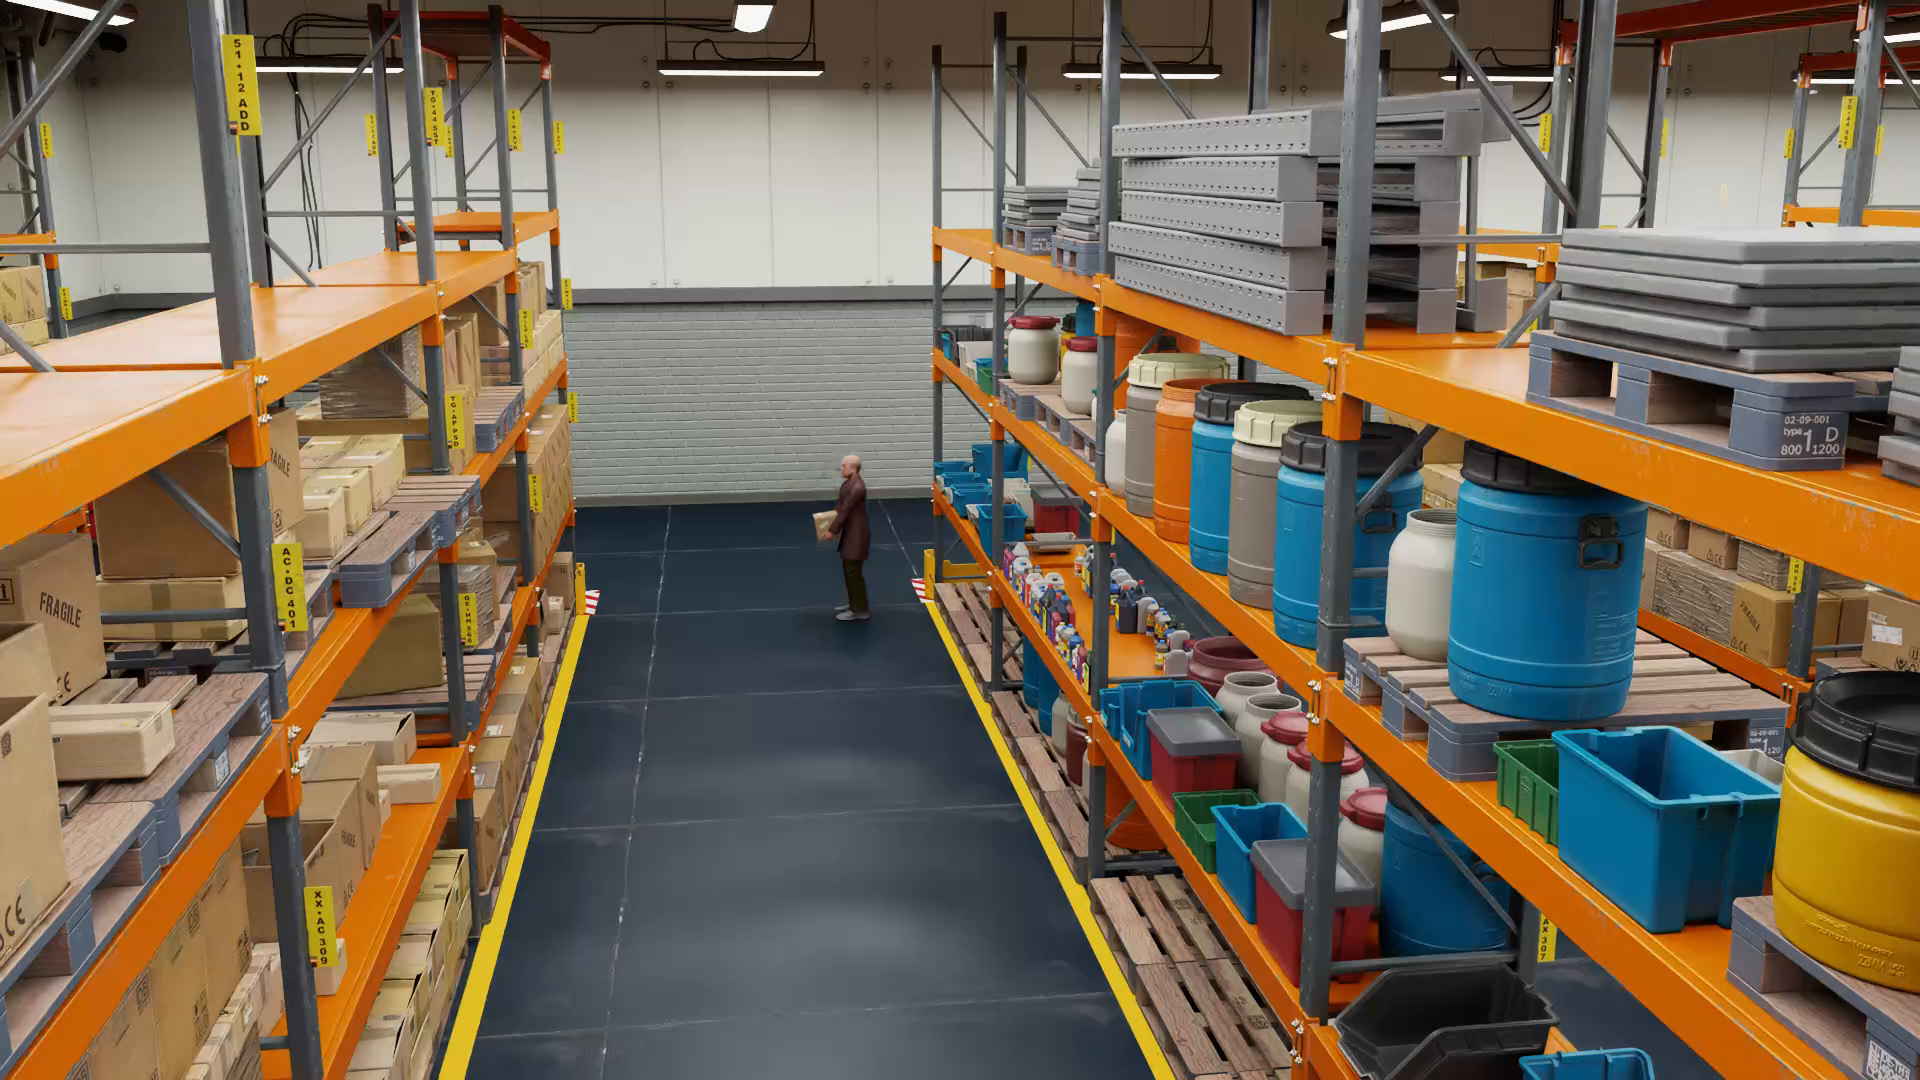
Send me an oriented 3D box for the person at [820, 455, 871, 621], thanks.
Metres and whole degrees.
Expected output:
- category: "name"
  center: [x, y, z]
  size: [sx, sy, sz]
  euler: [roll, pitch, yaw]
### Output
- category: "person"
  center: [-1.234, -0.036, 17.819]
  size: [0.559, 1.779, 0.529]
  euler: [-2, 13, -9]
